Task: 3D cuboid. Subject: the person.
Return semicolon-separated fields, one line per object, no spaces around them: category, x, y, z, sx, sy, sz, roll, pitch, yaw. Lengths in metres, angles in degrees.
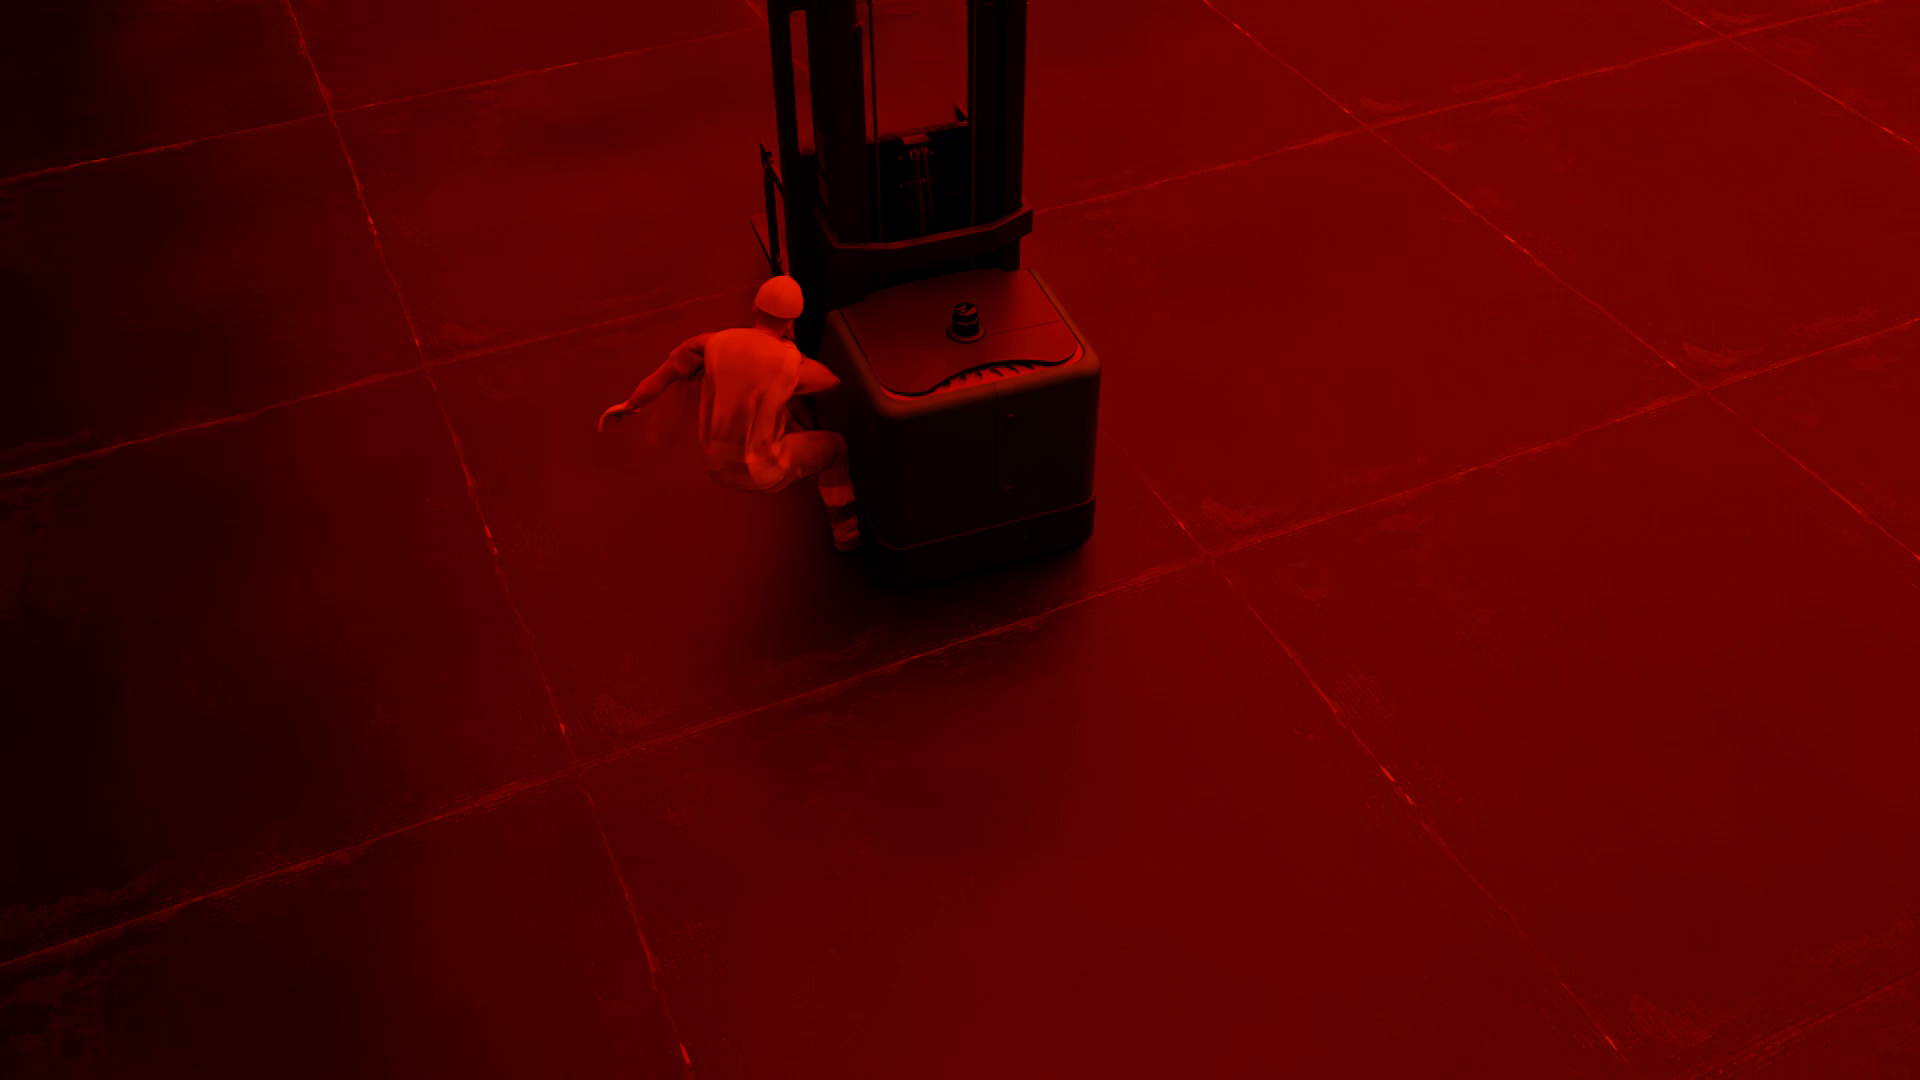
person;-0.913;-0.581;7.432;1.084;1.480;0.970;15;45;16

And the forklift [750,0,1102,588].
forklift;-0.358;-1.875;7.689;1.130;2.935;3.031;-14;45;-15
